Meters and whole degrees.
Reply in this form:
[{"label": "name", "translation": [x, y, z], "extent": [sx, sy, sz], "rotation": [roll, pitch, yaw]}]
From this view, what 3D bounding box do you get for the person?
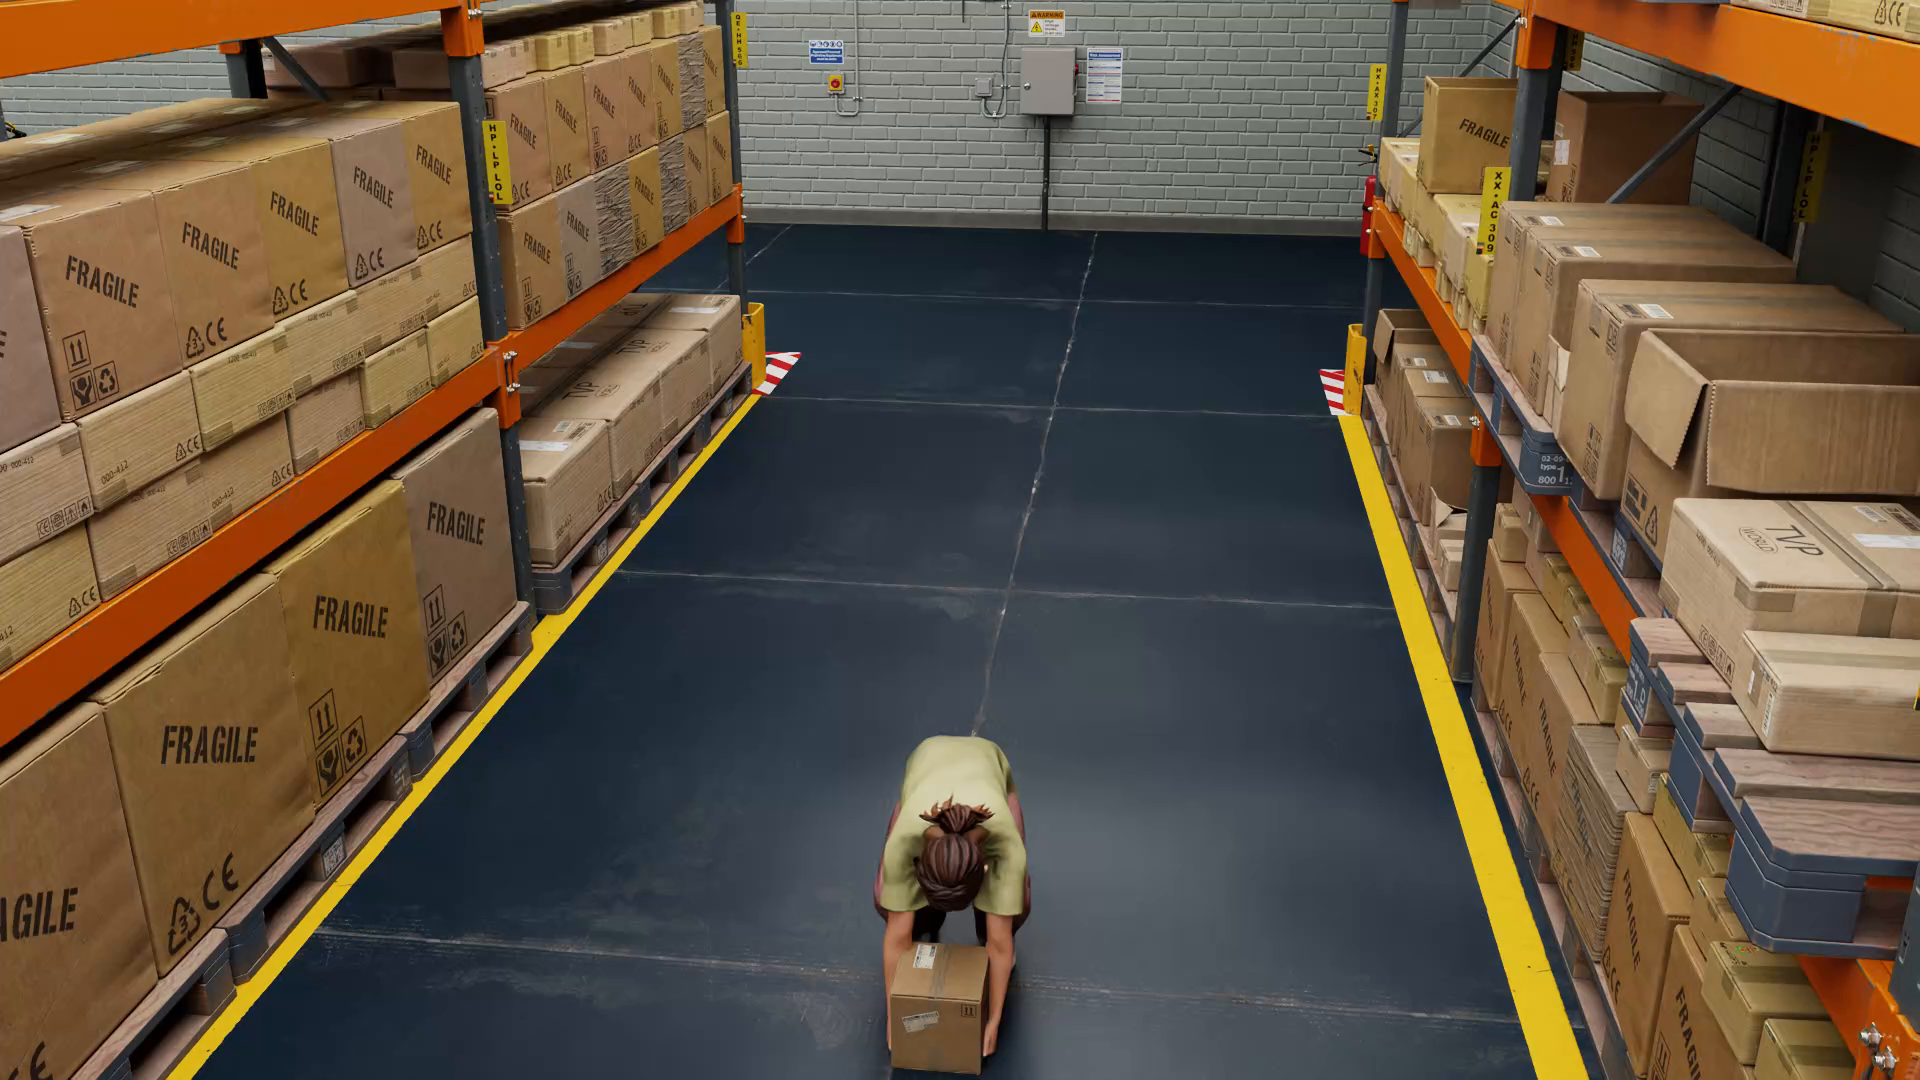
[{"label": "person", "translation": [-0.016, 0.982, 4.870], "extent": [0.457, 0.756, 0.864], "rotation": [2, 21, 5]}]
